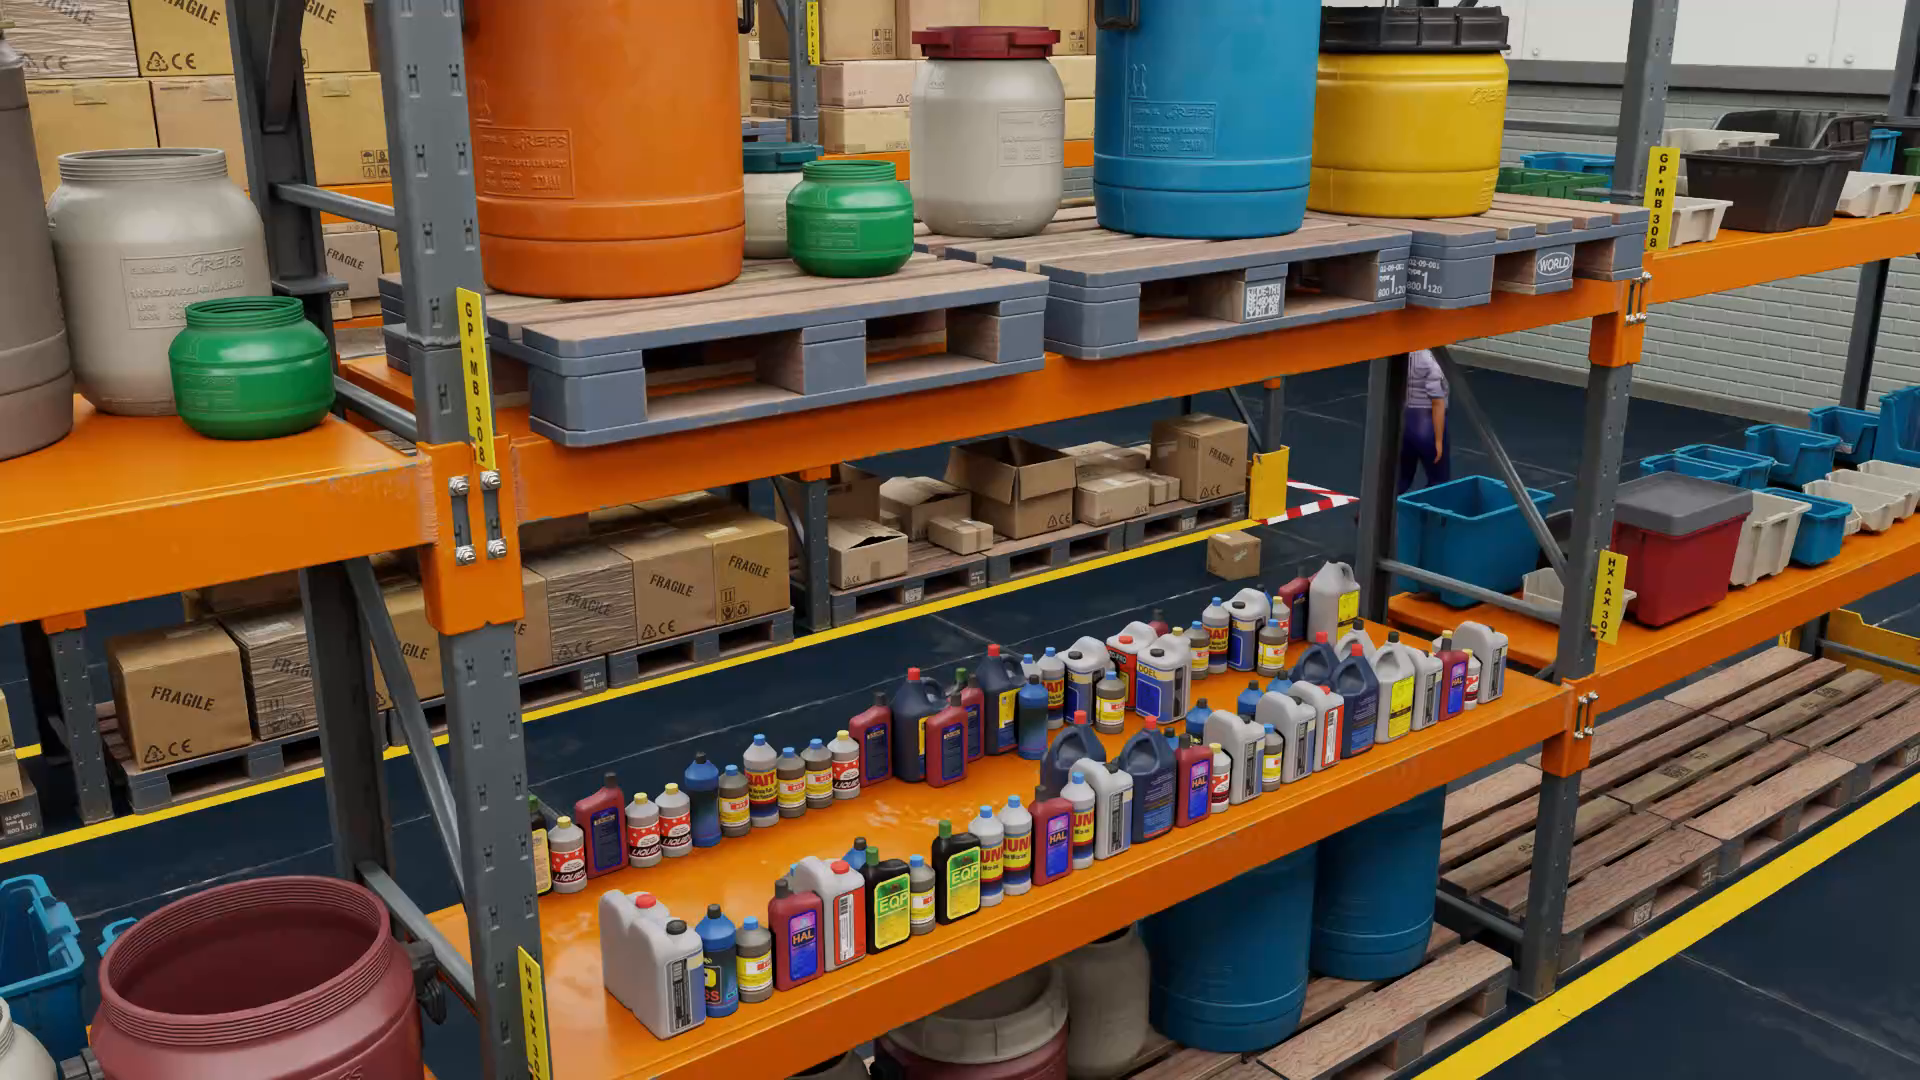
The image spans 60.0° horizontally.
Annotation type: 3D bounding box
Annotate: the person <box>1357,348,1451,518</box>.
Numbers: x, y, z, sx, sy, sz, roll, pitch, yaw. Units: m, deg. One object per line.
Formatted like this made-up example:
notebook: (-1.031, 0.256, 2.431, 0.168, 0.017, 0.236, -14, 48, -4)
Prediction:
person: (3.080, -0.728, 11.308, 0.724, 1.609, 0.497, -14, 23, -37)
